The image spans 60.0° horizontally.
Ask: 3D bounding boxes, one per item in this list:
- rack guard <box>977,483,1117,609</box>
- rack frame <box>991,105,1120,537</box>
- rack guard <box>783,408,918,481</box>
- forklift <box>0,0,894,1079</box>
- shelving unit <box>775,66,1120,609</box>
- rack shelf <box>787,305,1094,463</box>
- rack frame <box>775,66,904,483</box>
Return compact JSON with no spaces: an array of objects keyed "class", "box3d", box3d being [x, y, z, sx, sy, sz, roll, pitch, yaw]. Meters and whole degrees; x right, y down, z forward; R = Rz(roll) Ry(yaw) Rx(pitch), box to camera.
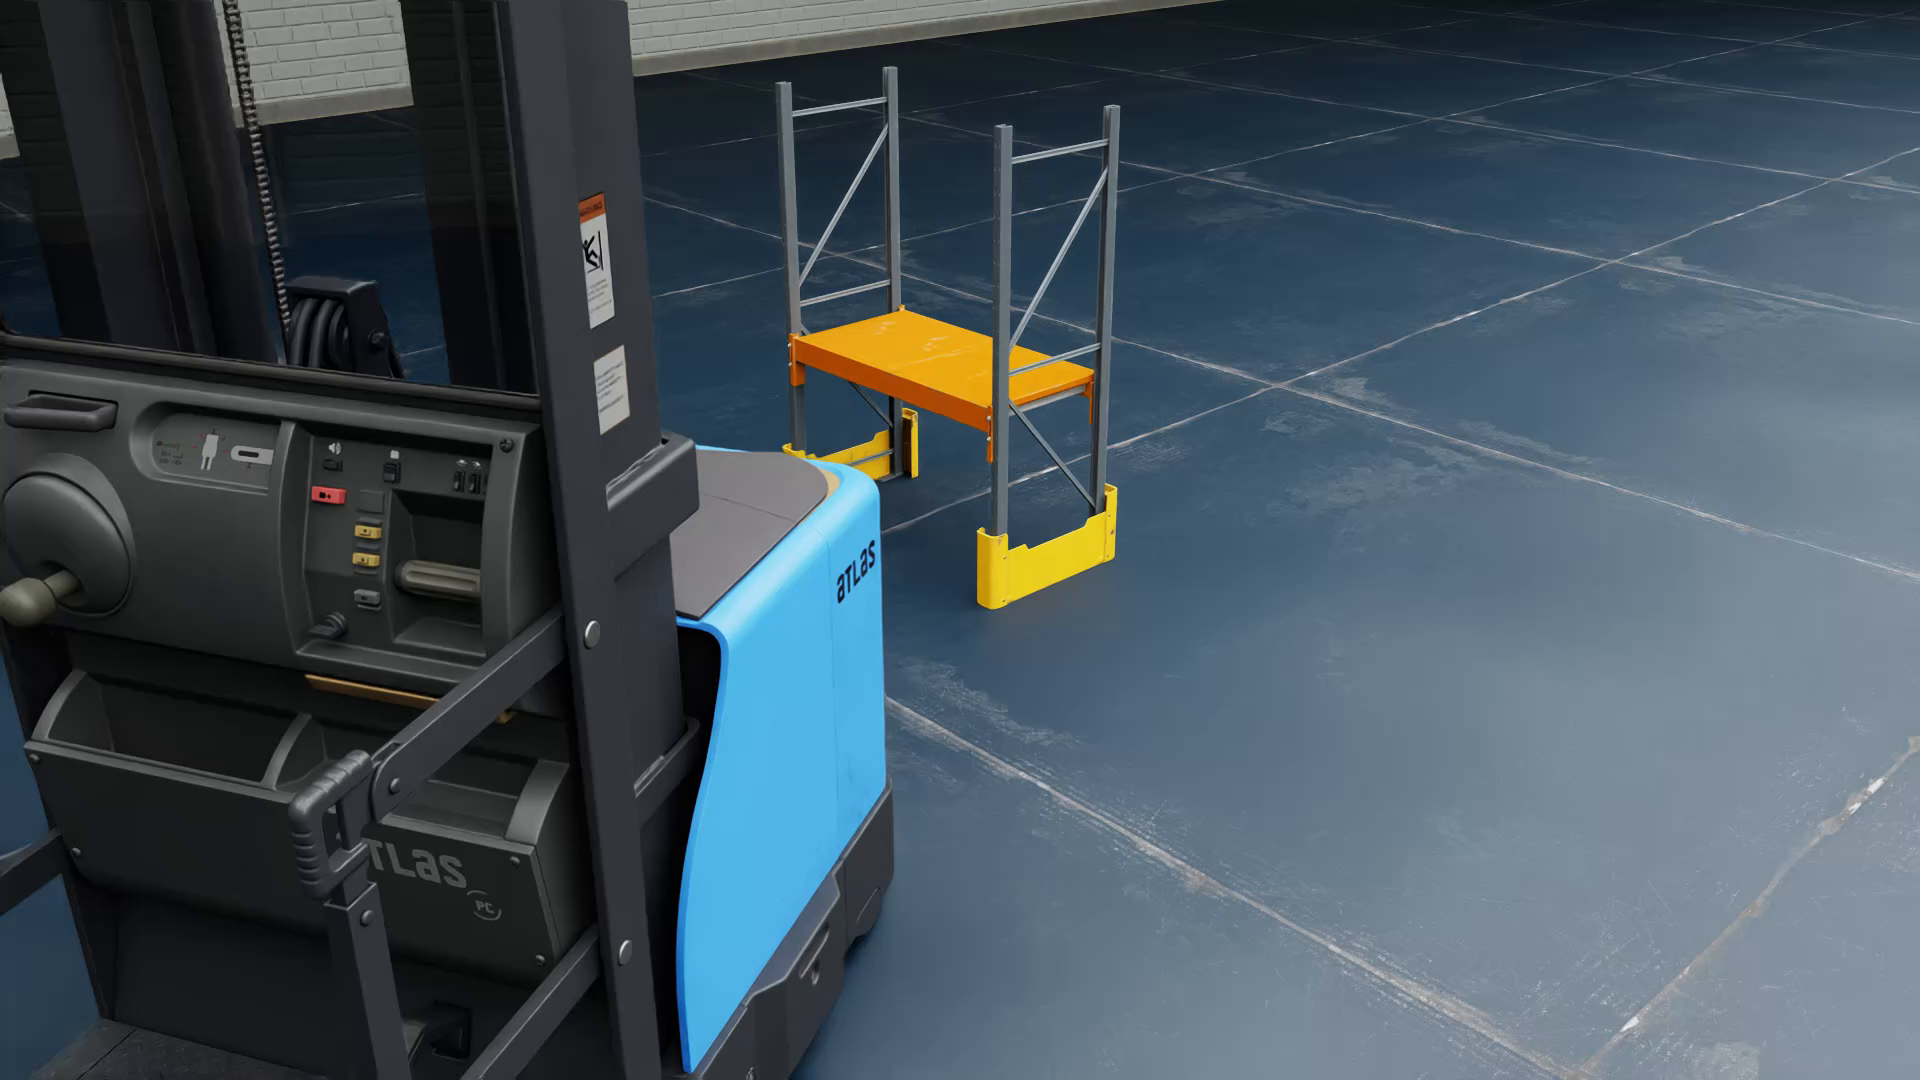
[{"class":"rack guard","box3d":[0.288,0.014,5.418,0.587,0.250,0.087,-21,32,-38]},{"class":"rack frame","box3d":[0.289,-0.554,5.158,0.500,1.500,0.032,-21,32,-38]},{"class":"rack guard","box3d":[-0.392,-0.288,6.079,0.587,0.250,0.087,-21,32,-38]},{"class":"forklift","box3d":[-1.102,0.004,2.210,1.130,2.935,3.031,8,26,17]},{"class":"shelving unit","box3d":[-0.052,-0.705,5.489,0.587,1.500,1.083,-21,32,-38]},{"class":"rack shelf","box3d":[-0.058,-0.545,5.570,0.538,0.185,1.000,-21,32,-38]},{"class":"rack frame","box3d":[-0.406,-0.862,5.833,0.500,1.500,0.032,-21,32,-38]}]
